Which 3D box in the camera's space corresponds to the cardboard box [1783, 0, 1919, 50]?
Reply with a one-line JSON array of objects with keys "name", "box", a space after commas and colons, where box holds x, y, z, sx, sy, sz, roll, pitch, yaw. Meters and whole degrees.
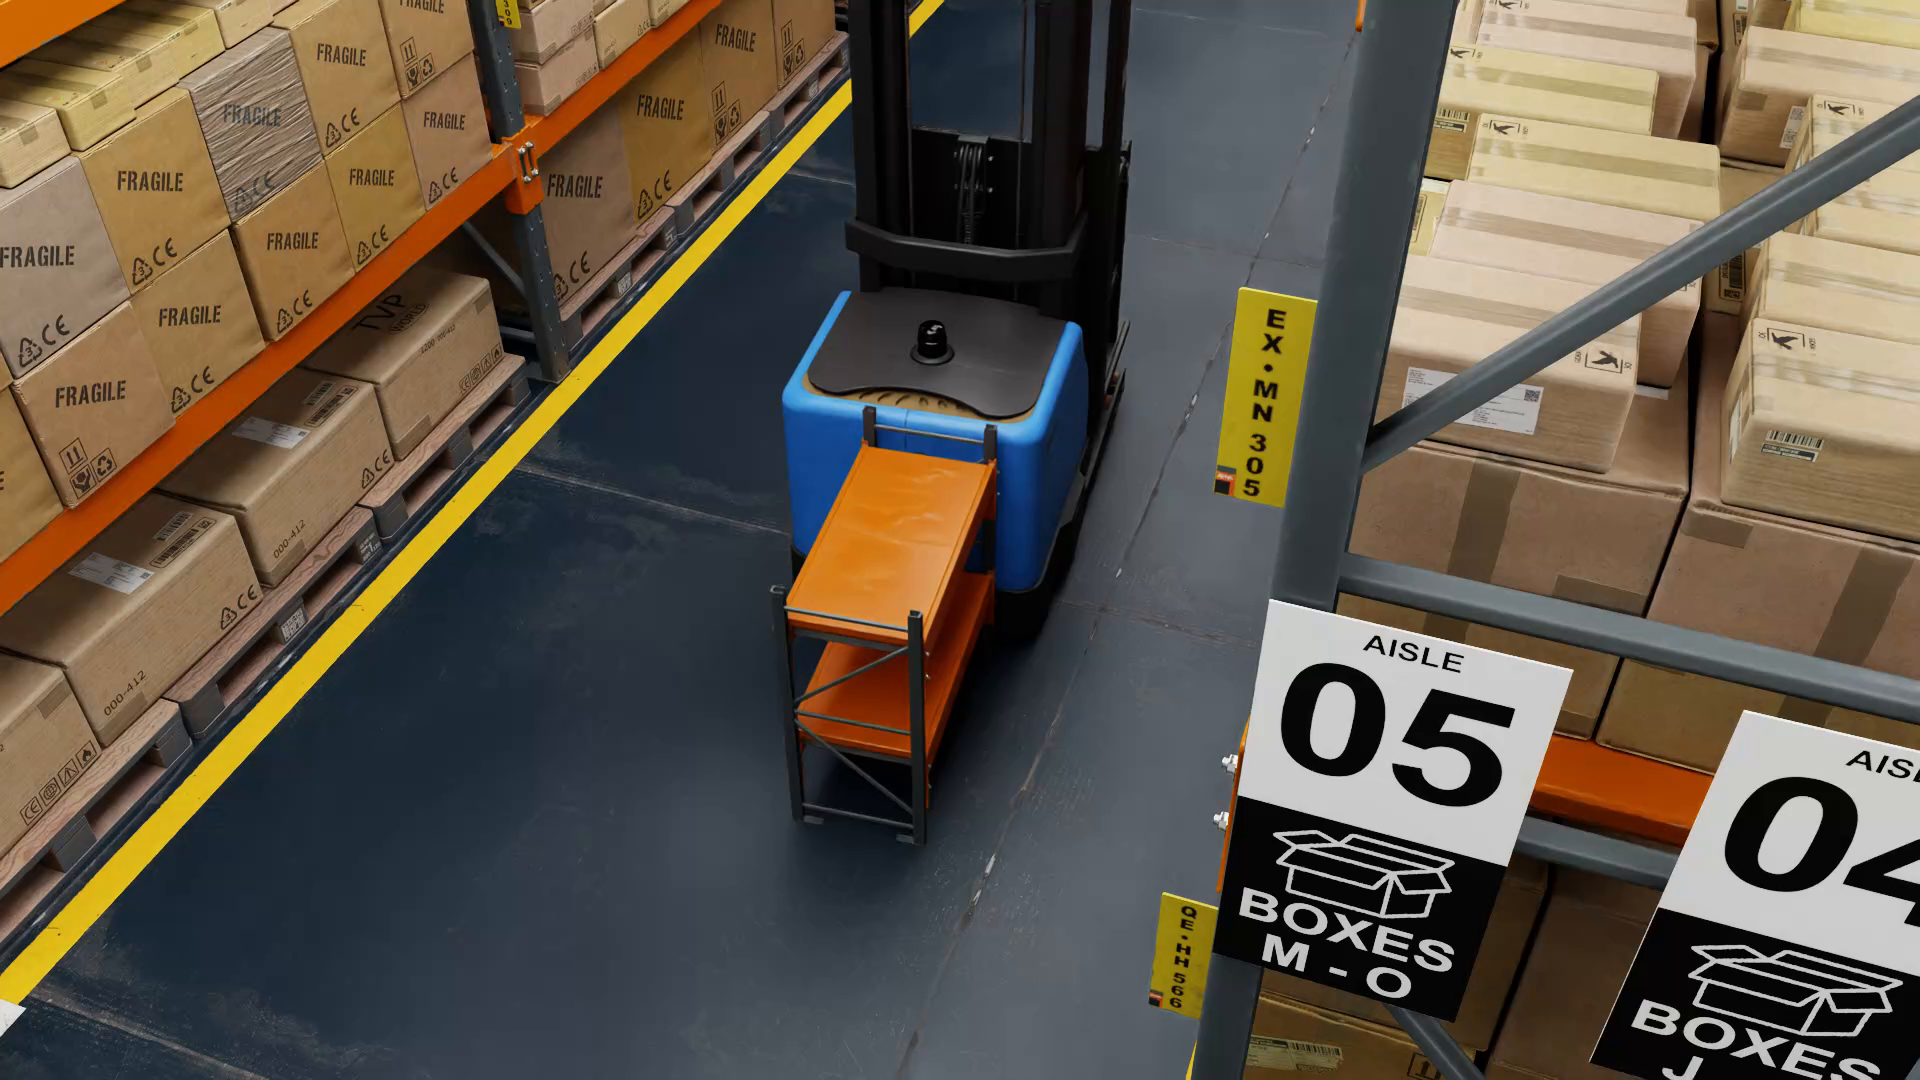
[{"name": "cardboard box", "box": [1.750, -0.907, 3.115, 0.380, 0.149, 0.250, 15, 43, 16]}]

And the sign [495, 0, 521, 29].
[{"name": "sign", "box": [-1.888, -2.279, 6.882, 0.100, 0.325, 0.005, 13, 42, 15]}]

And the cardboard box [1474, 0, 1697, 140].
[{"name": "cardboard box", "box": [1.141, -0.871, 3.072, 0.380, 0.149, 0.250, 12, 42, 14]}]

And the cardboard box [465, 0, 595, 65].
[{"name": "cardboard box", "box": [-1.995, -2.381, 7.460, 0.500, 0.250, 0.500, 12, 42, 14]}]

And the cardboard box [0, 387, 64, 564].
[{"name": "cardboard box", "box": [-3.197, -0.184, 5.078, 0.500, 0.500, 0.500, 13, 42, 14]}]

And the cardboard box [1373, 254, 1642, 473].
[{"name": "cardboard box", "box": [0.746, -0.259, 2.355, 0.380, 0.149, 0.250, 13, 42, 15]}]

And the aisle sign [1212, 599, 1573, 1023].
[{"name": "aisle sign", "box": [0.601, 0.424, 2.439, 0.394, 0.787, 0.004, 13, 42, 15]}]

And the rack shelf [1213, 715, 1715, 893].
[{"name": "rack shelf", "box": [1.592, -0.652, 3.947, 1.077, 0.370, 4.000, 13, 42, 15]}]

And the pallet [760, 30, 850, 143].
[{"name": "pallet", "box": [-1.383, -2.957, 10.553, 1.003, 0.211, 1.213, 13, 42, 15]}]

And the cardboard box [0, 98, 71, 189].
[{"name": "cardboard box", "box": [-2.939, -1.210, 5.011, 0.380, 0.149, 0.250, 14, 42, 15]}]

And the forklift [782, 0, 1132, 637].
[{"name": "forklift", "box": [0.171, -1.692, 6.975, 1.130, 2.935, 3.031, 9, 41, 11]}]

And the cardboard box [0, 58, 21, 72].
[{"name": "cardboard box", "box": [-3.301, -1.647, 5.523, 0.380, 0.149, 0.250, 13, 42, 15]}]

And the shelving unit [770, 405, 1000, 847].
[{"name": "shelving unit", "box": [-0.237, 0.303, 6.028, 0.538, 1.125, 1.048, 9, 41, 11]}]

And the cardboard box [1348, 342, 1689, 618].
[{"name": "cardboard box", "box": [0.827, -0.177, 2.565, 0.500, 0.250, 0.500, 12, 42, 14]}]

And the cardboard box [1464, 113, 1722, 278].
[{"name": "cardboard box", "box": [1.009, -0.544, 2.689, 0.380, 0.149, 0.250, 12, 42, 14]}]

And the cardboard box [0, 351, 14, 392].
[{"name": "cardboard box", "box": [-3.176, -0.567, 4.756, 0.500, 0.500, 0.500, 12, 42, 14]}]

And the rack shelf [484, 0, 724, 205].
[{"name": "rack shelf", "box": [-1.726, -2.988, 8.995, 1.077, 0.370, 4.000, 13, 42, 15]}]

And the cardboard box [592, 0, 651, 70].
[{"name": "cardboard box", "box": [-1.836, -2.511, 7.997, 0.500, 0.250, 0.500, 12, 42, 14]}]

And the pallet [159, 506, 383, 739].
[{"name": "pallet", "box": [-3.159, 0.212, 6.839, 1.003, 0.211, 1.213, 13, 42, 15]}]

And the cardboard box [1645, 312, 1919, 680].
[{"name": "cardboard box", "box": [1.306, -0.056, 2.423, 0.500, 0.250, 0.500, 14, 42, 16]}]

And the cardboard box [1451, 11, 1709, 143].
[{"name": "cardboard box", "box": [1.178, -0.801, 3.297, 0.500, 0.250, 0.500, 14, 42, 16]}]

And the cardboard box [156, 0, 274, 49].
[{"name": "cardboard box", "box": [-2.625, -1.843, 5.752, 0.380, 0.149, 0.250, 13, 42, 15]}]

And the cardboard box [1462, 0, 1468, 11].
[{"name": "cardboard box", "box": [1.526, -1.432, 4.037, 0.500, 0.250, 0.500, 14, 42, 16]}]

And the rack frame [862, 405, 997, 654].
[{"name": "rack frame", "box": [-0.111, -0.016, 6.402, 0.500, 1.125, 0.032, 9, 41, 11]}]

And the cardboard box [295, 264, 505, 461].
[{"name": "cardboard box", "box": [-2.726, -0.868, 7.607, 0.875, 0.438, 0.875, 13, 42, 14]}]

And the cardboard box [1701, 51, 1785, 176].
[{"name": "cardboard box", "box": [1.664, -0.674, 3.148, 0.500, 0.250, 0.500, 14, 42, 16]}]

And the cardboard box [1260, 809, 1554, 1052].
[{"name": "cardboard box", "box": [0.831, 0.569, 3.195, 0.500, 0.500, 0.500, 12, 42, 14]}]

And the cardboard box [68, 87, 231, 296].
[{"name": "cardboard box", "box": [-2.838, -1.187, 5.483, 0.500, 0.500, 0.500, 13, 42, 15]}]

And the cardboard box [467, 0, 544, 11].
[{"name": "cardboard box", "box": [-1.990, -2.665, 7.215, 0.500, 0.500, 0.500, 14, 42, 16]}]

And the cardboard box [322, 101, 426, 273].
[{"name": "cardboard box", "box": [-2.499, -1.425, 6.532, 0.500, 0.500, 0.500, 12, 42, 14]}]

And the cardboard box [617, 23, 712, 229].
[{"name": "cardboard box", "box": [-1.972, -2.342, 8.997, 0.875, 0.875, 0.875, 14, 43, 16]}]

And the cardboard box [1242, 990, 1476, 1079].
[{"name": "cardboard box", "box": [0.820, 0.952, 3.516, 0.500, 0.500, 0.500, 14, 42, 16]}]

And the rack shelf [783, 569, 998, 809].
[{"name": "rack shelf", "box": [-0.237, 0.489, 6.186, 0.538, 0.278, 1.000, 9, 41, 11]}]

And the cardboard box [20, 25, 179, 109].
[{"name": "cardboard box", "box": [-2.783, -1.530, 5.385, 0.380, 0.149, 0.250, 13, 42, 15]}]

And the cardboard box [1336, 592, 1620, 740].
[{"name": "cardboard box", "box": [0.815, 0.015, 2.726, 0.500, 0.250, 0.500, 12, 42, 14]}]

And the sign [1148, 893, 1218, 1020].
[{"name": "sign", "box": [0.393, 0.739, 2.937, 0.100, 0.325, 0.005, 13, 42, 15]}]

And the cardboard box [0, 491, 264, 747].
[{"name": "cardboard box", "box": [-3.341, 0.228, 6.322, 0.875, 0.438, 0.875, 14, 43, 16]}]

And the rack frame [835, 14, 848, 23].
[{"name": "rack frame", "box": [-1.042, -4.482, 10.192, 1.000, 3.000, 0.127, 13, 42, 15]}]

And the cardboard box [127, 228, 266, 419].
[{"name": "cardboard box", "box": [-2.851, -0.799, 5.799, 0.500, 0.500, 0.500, 15, 43, 17]}]

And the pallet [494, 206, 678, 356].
[{"name": "pallet", "box": [-2.217, -1.468, 8.808, 1.003, 0.211, 1.213, 13, 42, 15]}]

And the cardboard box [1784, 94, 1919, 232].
[{"name": "cardboard box", "box": [1.582, -0.587, 2.739, 0.380, 0.149, 0.250, 14, 42, 16]}]

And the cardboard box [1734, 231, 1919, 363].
[{"name": "cardboard box", "box": [1.337, -0.290, 2.390, 0.380, 0.149, 0.250, 15, 43, 17]}]

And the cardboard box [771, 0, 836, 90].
[{"name": "cardboard box", "box": [-1.357, -3.430, 10.273, 0.875, 0.875, 0.875, 13, 42, 15]}]

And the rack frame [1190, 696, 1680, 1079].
[{"name": "rack frame", "box": [0.908, 1.435, 3.257, 1.000, 3.000, 0.127, 13, 42, 15]}]

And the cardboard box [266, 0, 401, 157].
[{"name": "cardboard box", "box": [-2.493, -1.804, 6.205, 0.500, 0.500, 0.500, 13, 42, 14]}]
